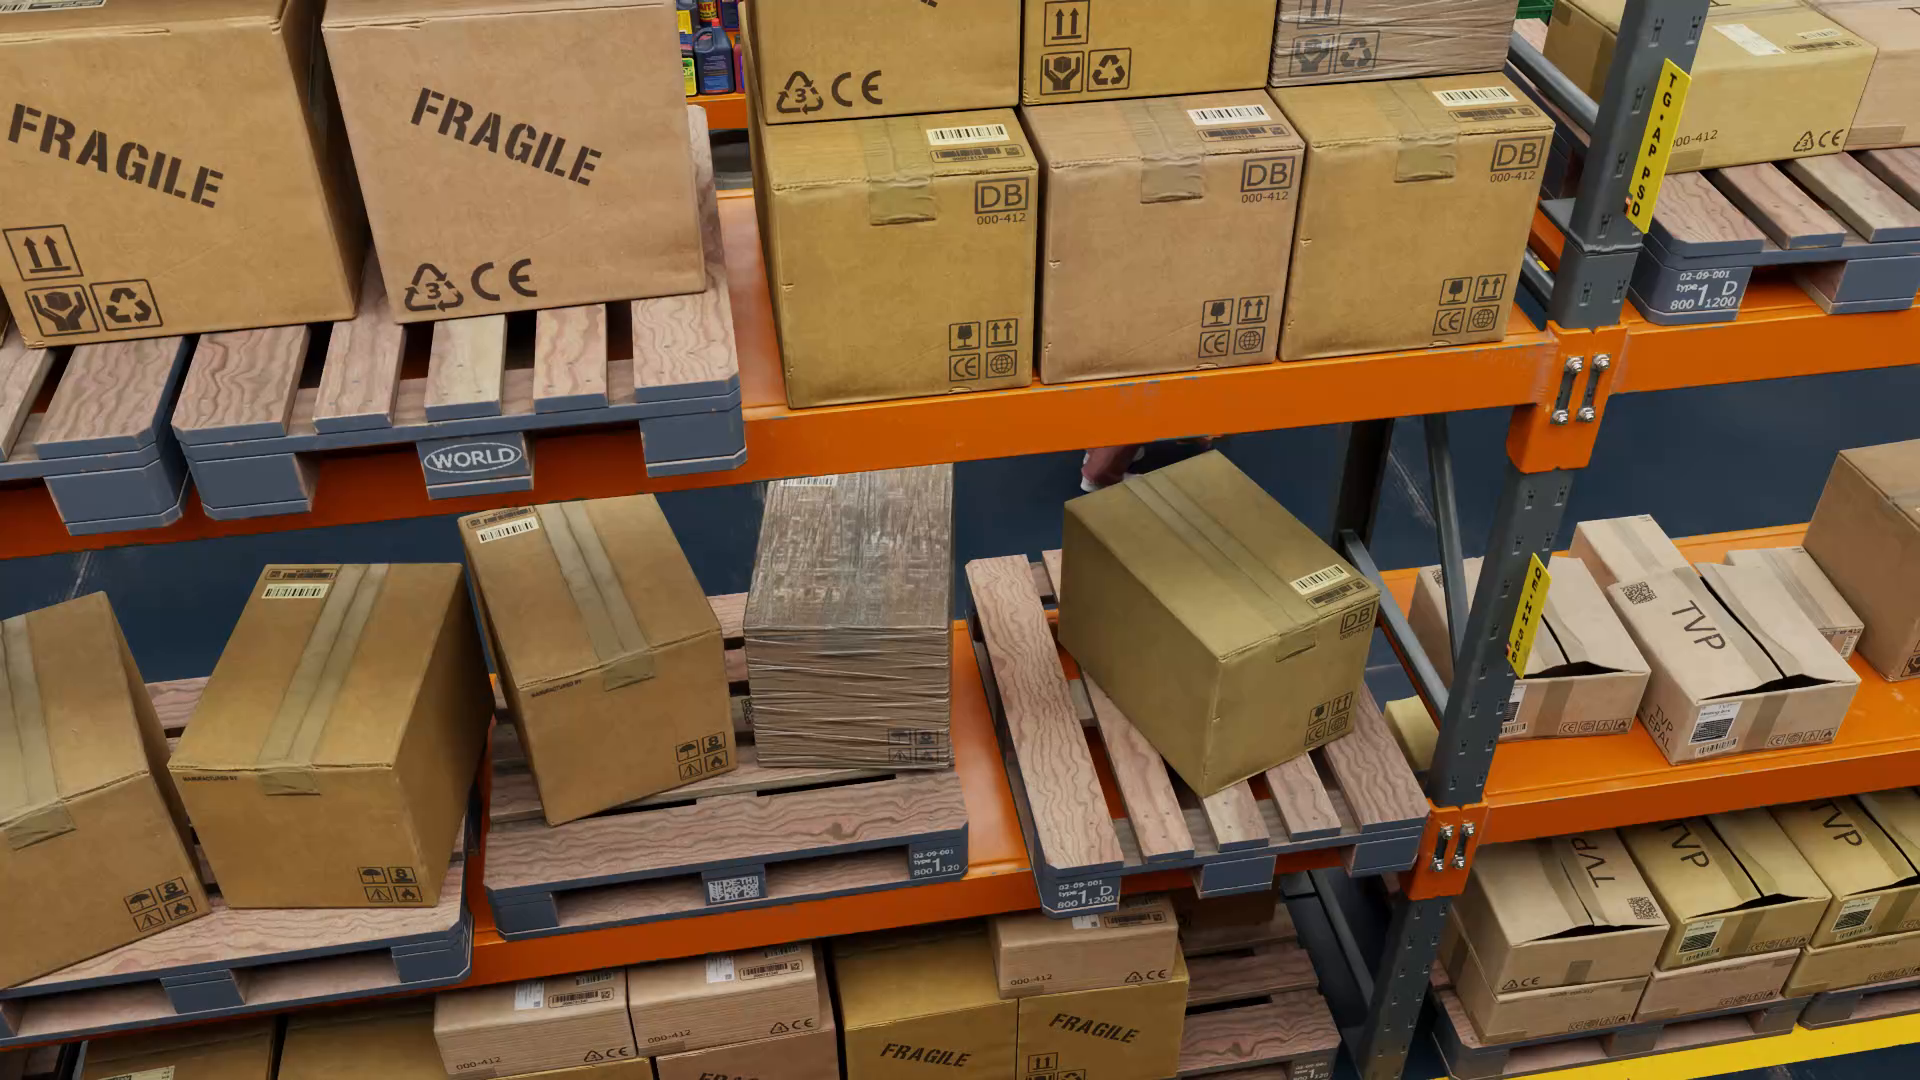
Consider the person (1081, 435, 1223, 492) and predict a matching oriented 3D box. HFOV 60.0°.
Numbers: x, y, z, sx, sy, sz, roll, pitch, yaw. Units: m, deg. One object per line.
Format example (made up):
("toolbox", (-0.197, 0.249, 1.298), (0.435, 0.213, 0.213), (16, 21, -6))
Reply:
("person", (0.885, -0.712, 7.609), (0.865, 0.962, 0.436), (-8, 39, -10))
